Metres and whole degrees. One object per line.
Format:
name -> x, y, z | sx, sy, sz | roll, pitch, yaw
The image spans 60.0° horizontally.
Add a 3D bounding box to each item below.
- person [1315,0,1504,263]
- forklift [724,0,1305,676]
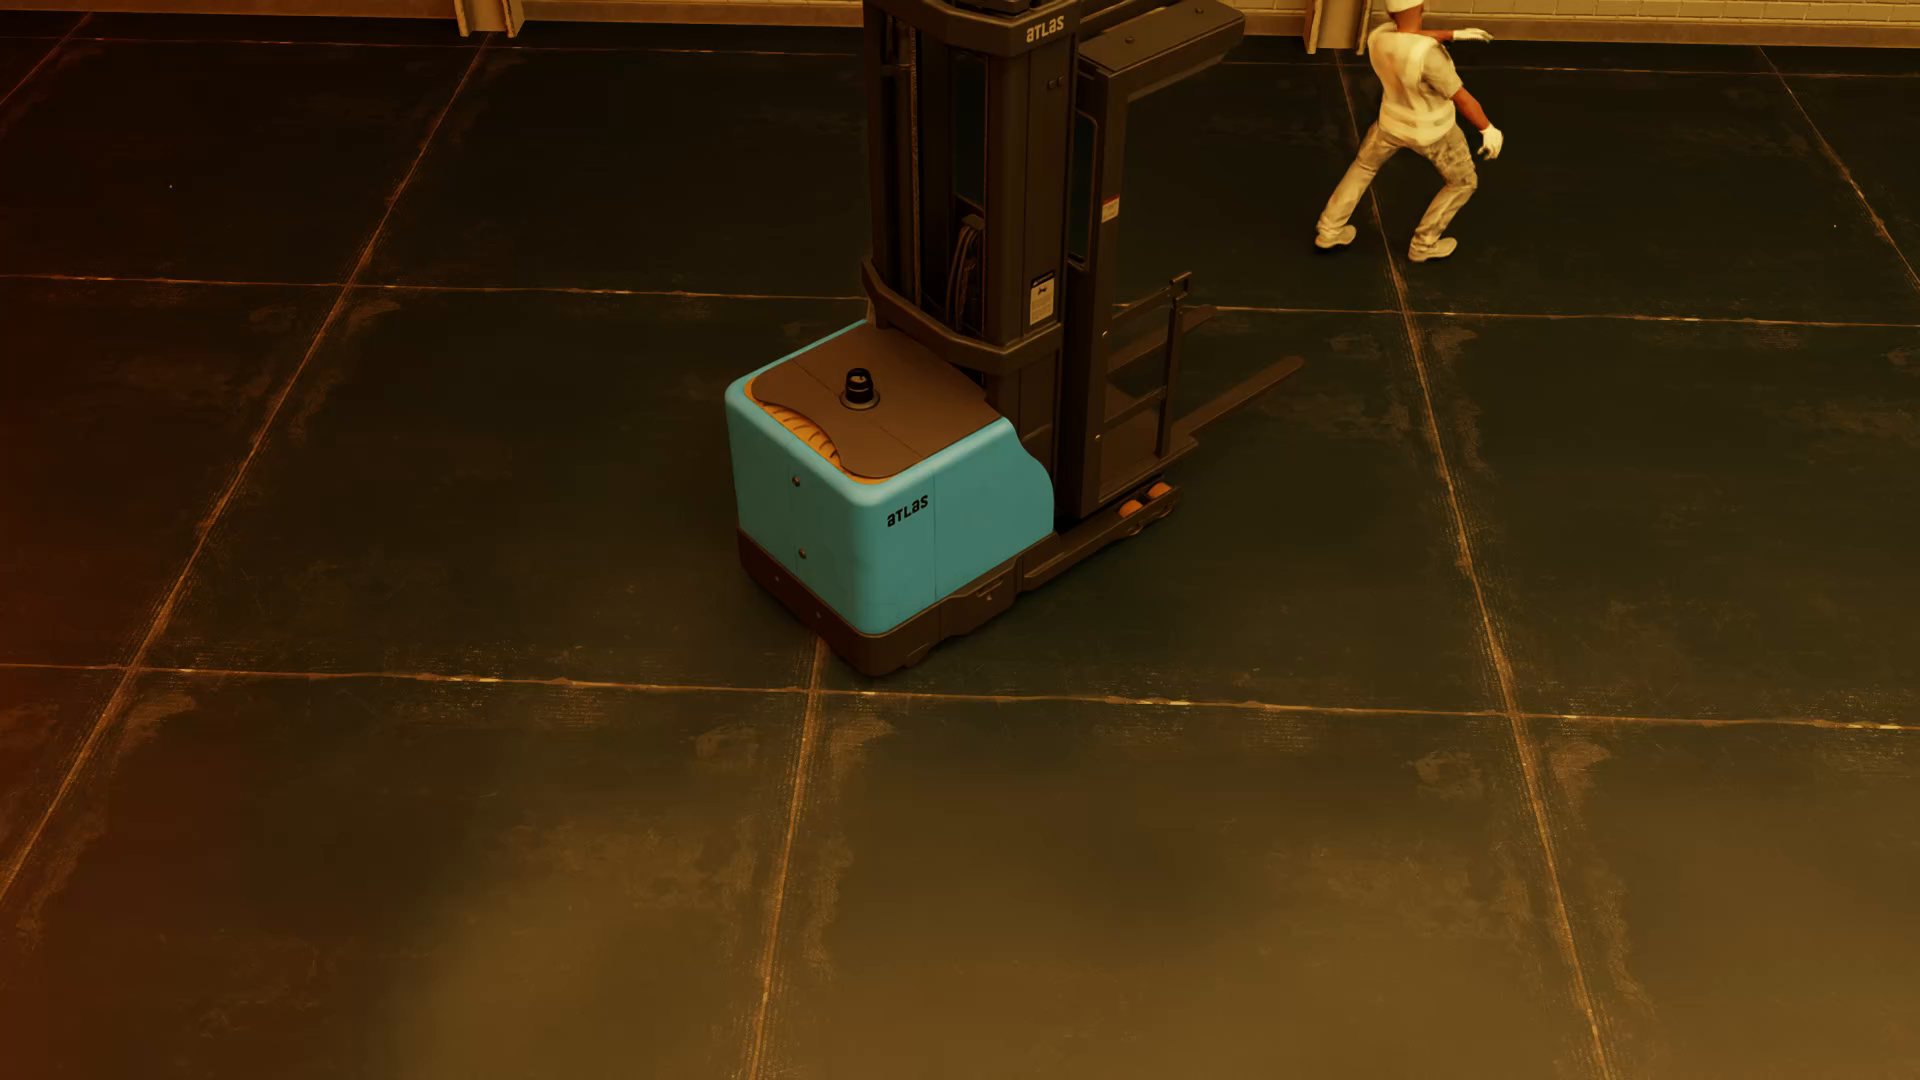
person -> 2.639, -2.315, 9.231 | 0.879, 1.634, 0.853 | -33, 52, -31
forklift -> 0.427, -1.349, 7.220 | 3.031, 2.935, 1.130 | -30, 50, -29
